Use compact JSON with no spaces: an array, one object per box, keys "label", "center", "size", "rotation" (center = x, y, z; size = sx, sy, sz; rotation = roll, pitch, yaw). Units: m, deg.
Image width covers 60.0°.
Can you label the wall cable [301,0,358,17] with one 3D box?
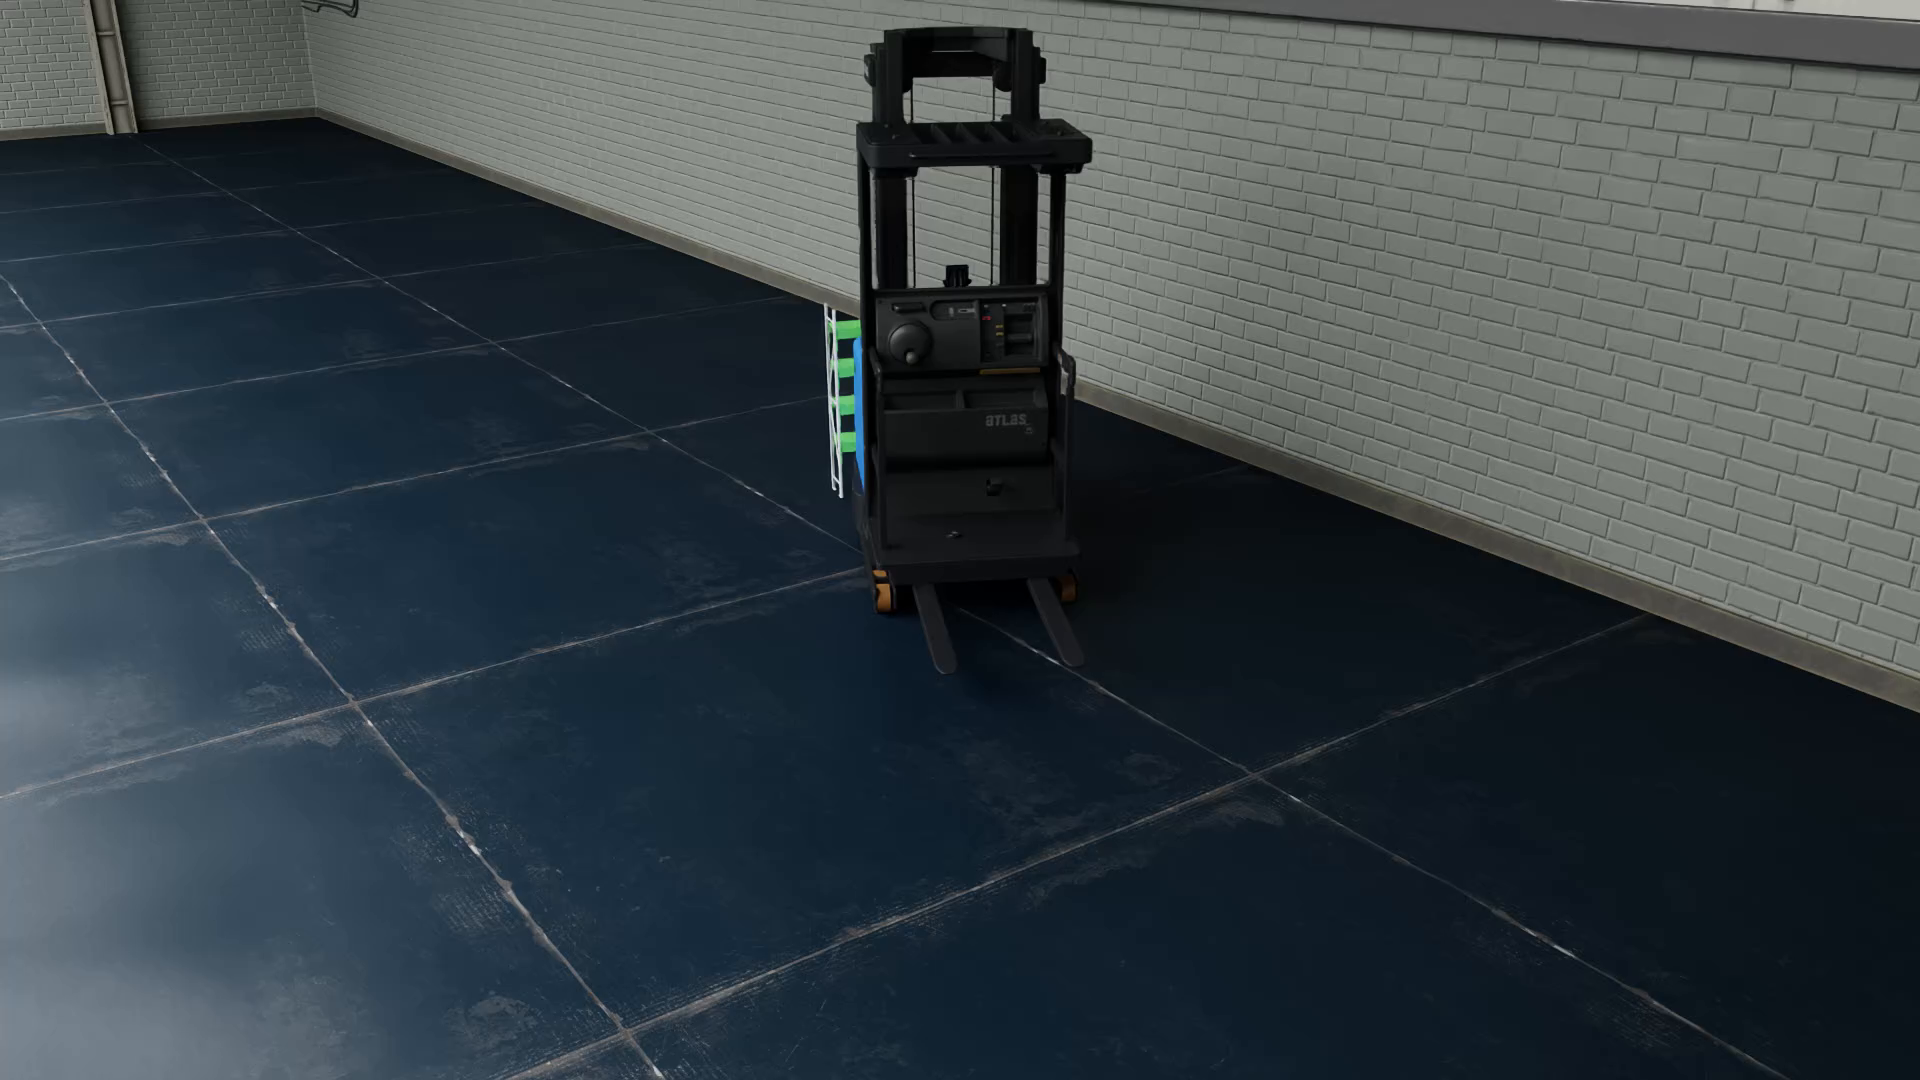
[{"label":"wall cable","center":[-9.750,-9.260,25.150],"size":[0.112,2.526,3.097],"rotation":[-15,26,-33]}]

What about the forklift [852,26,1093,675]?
[{"label":"forklift","center":[0.046,-1.104,8.709],"size":[1.130,2.935,3.031],"rotation":[-3,22,-7]}]

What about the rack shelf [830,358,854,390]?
[{"label":"rack shelf","center":[-0.562,-1.064,10.450],"size":[0.480,0.148,0.258],"rotation":[-6,19,-16]}]

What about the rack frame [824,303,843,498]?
[{"label":"rack frame","center":[-0.793,-0.871,10.440],"size":[0.015,1.200,0.240],"rotation":[-6,19,-16]}]

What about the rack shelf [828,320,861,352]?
[{"label":"rack shelf","center":[-0.566,-1.291,10.373],"size":[0.480,0.148,0.258],"rotation":[-6,19,-16]}]

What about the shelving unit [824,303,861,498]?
[{"label":"shelving unit","center":[-0.559,-0.897,10.506],"size":[0.503,1.200,0.258],"rotation":[-6,19,-16]}]

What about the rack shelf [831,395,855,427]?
[{"label":"rack shelf","center":[-0.558,-0.836,10.527],"size":[0.480,0.148,0.258],"rotation":[-6,19,-16]}]

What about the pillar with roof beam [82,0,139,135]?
[{"label":"pillar with roof beam","center":[-10.399,-9.167,20.728],"size":[0.400,9.000,9.100],"rotation":[-15,26,-33]}]

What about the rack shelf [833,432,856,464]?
[{"label":"rack shelf","center":[-0.554,-0.609,10.603],"size":[0.480,0.148,0.258],"rotation":[-6,19,-16]}]
